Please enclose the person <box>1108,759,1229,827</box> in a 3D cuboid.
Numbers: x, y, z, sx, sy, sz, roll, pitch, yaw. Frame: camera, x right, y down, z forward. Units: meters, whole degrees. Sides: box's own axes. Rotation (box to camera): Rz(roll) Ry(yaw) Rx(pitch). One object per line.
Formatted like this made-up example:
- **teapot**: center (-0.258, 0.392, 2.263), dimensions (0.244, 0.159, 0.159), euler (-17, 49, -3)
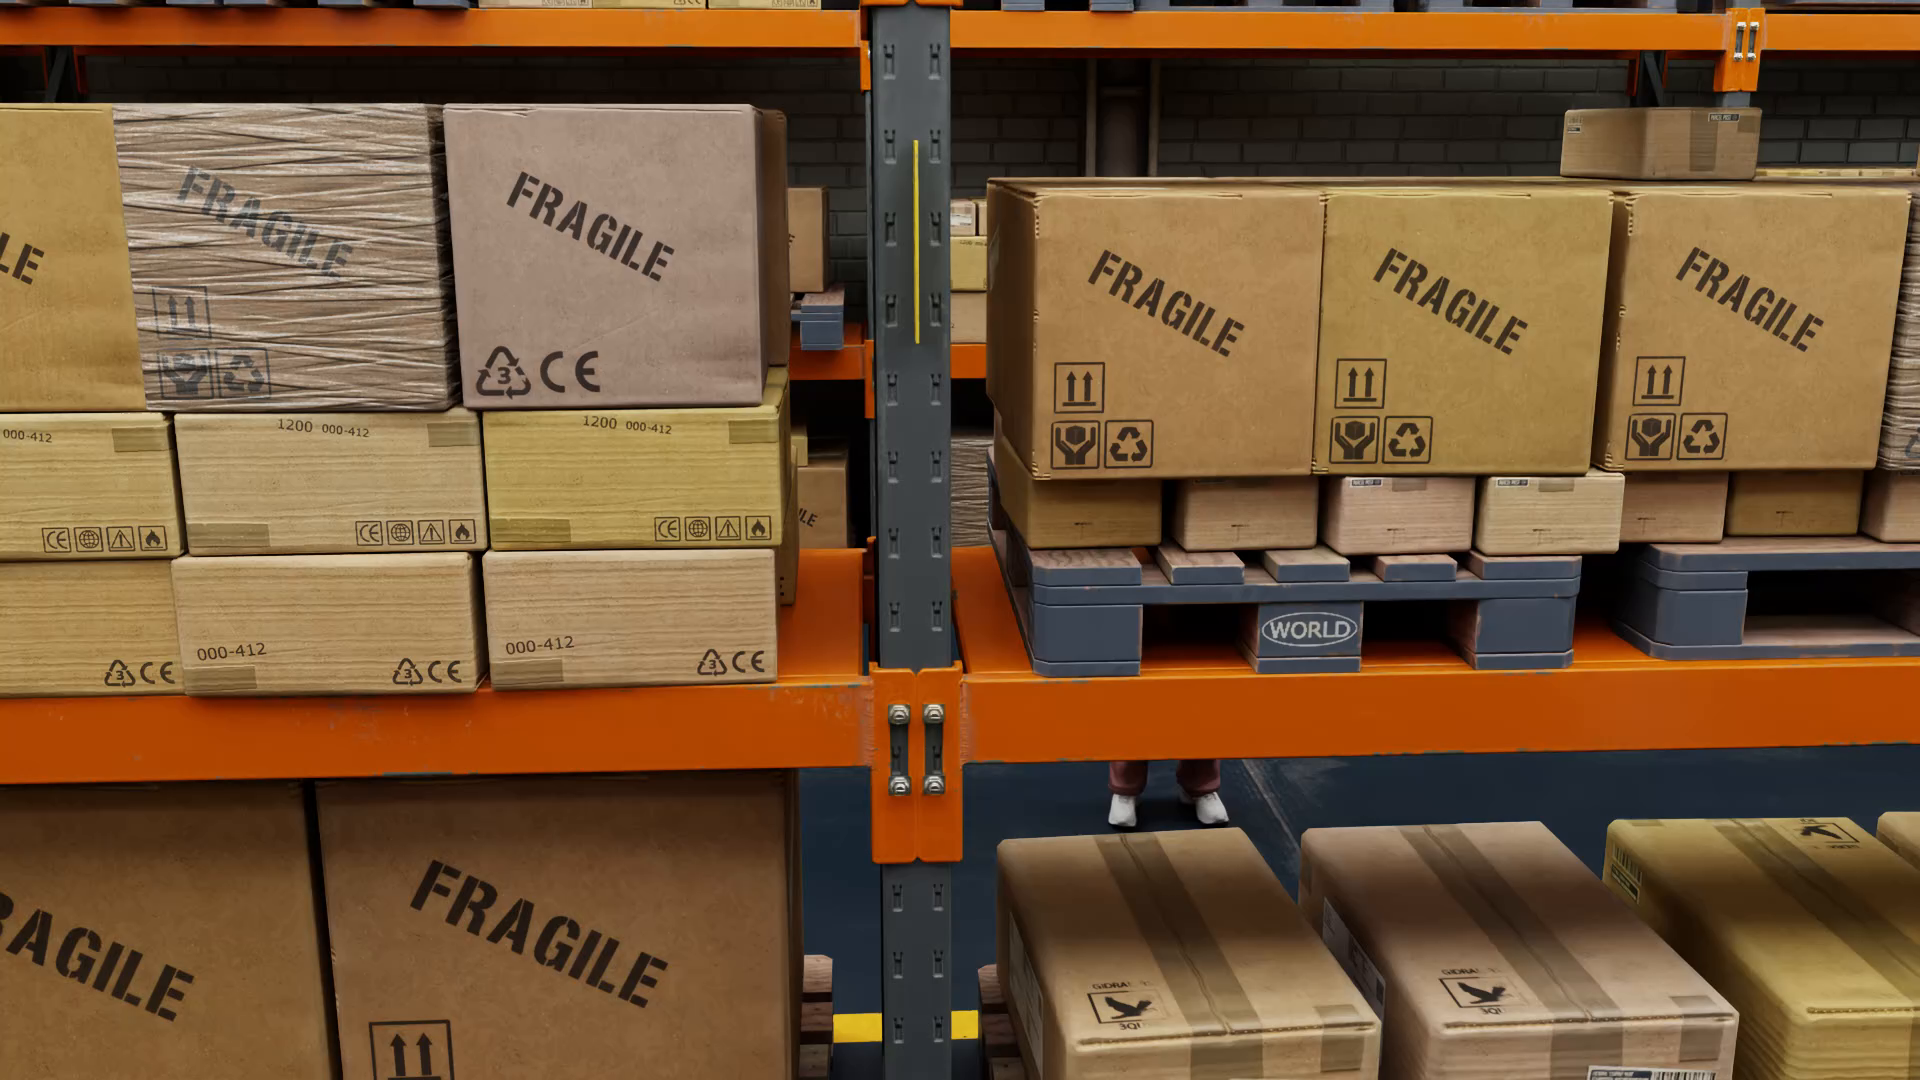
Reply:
- **person**: center (0.728, 0.115, 5.513), dimensions (0.480, 1.676, 0.363), euler (-1, 14, -5)
